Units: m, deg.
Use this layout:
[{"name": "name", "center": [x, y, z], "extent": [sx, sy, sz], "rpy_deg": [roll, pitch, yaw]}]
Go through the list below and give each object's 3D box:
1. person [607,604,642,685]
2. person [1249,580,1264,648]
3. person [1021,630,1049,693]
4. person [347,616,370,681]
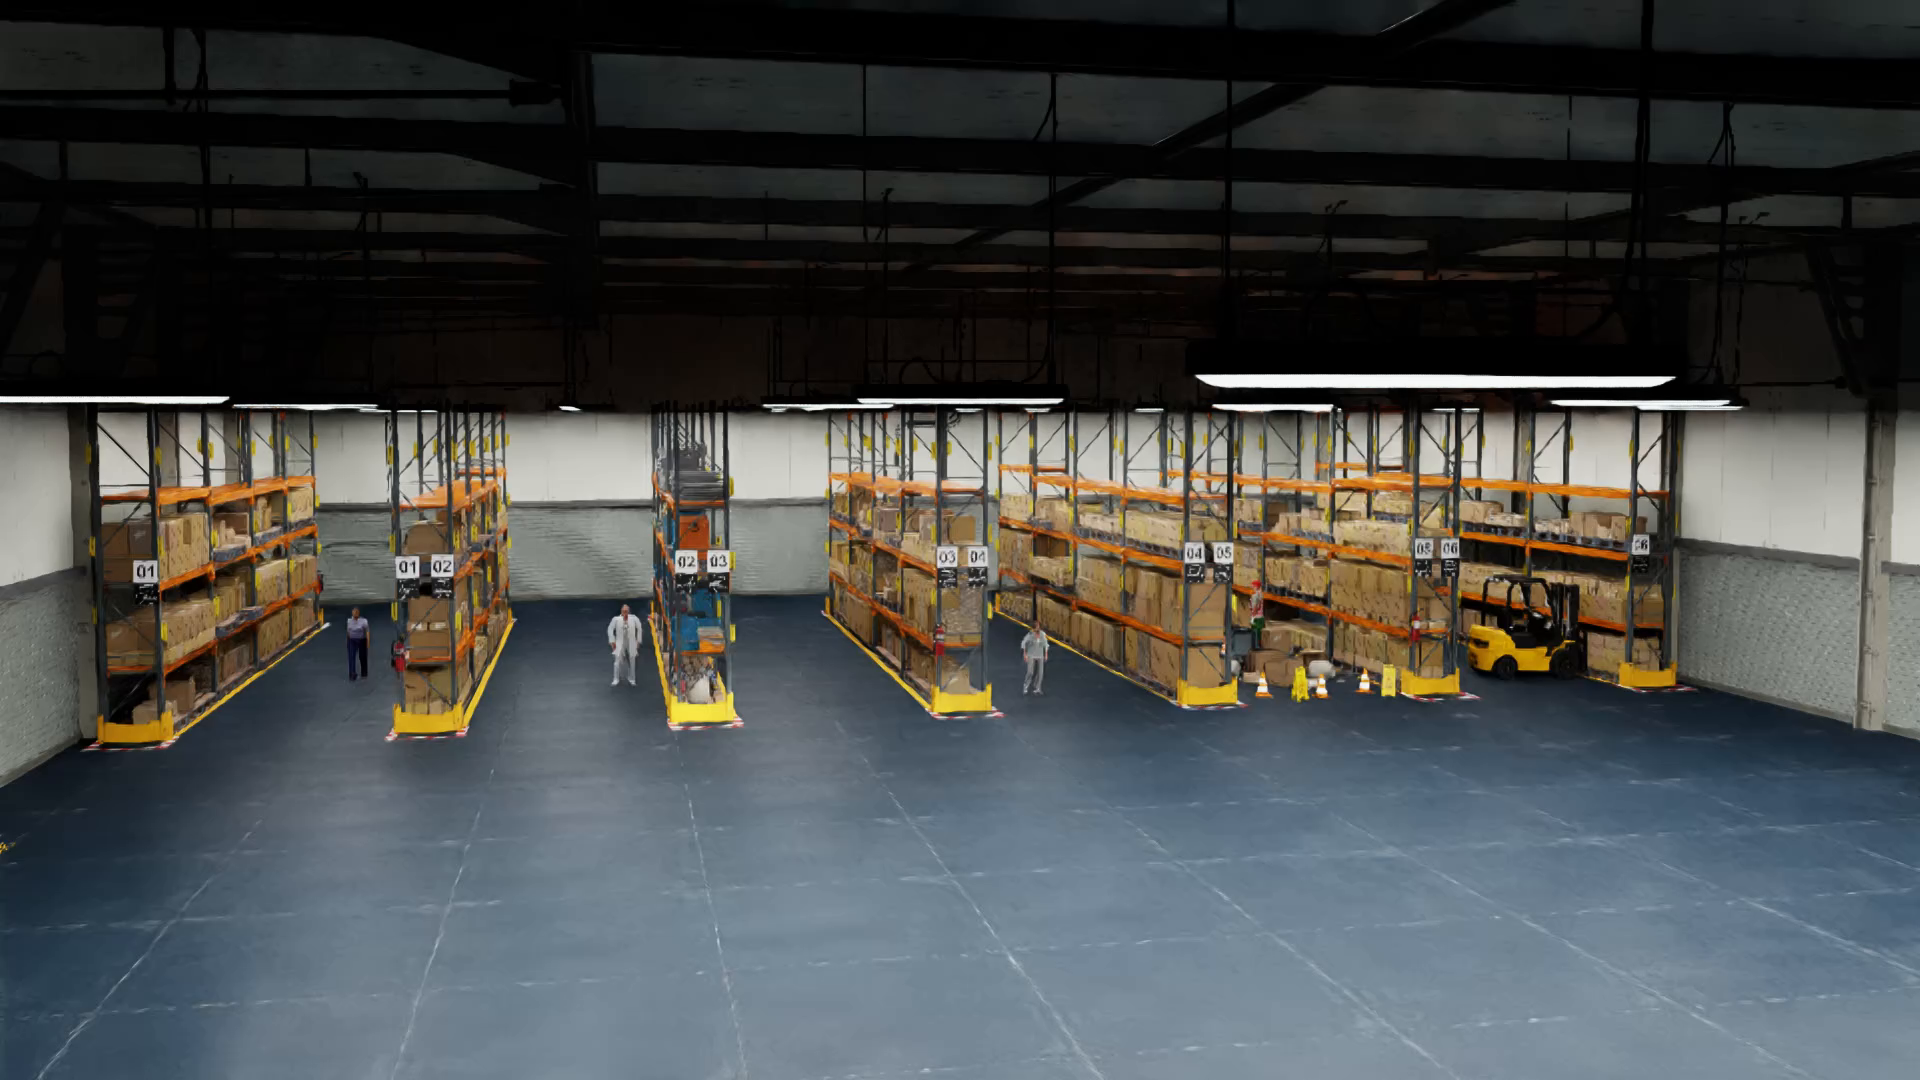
[{"name": "person", "center": [-7.088, 2.210, 35.200], "extent": [0.729, 1.734, 0.538], "rpy_deg": [-1, 4, -11]}, {"name": "person", "center": [7.002, 1.837, 39.559], "extent": [0.576, 1.786, 0.554], "rpy_deg": [1, 4, 13]}, {"name": "person", "center": [1.528, 2.492, 34.126], "extent": [0.566, 1.335, 0.473], "rpy_deg": [-1, 4, -14]}, {"name": "person", "center": [-12.984, 2.324, 35.904], "extent": [0.479, 1.379, 0.981], "rpy_deg": [-1, 4, -13]}]
